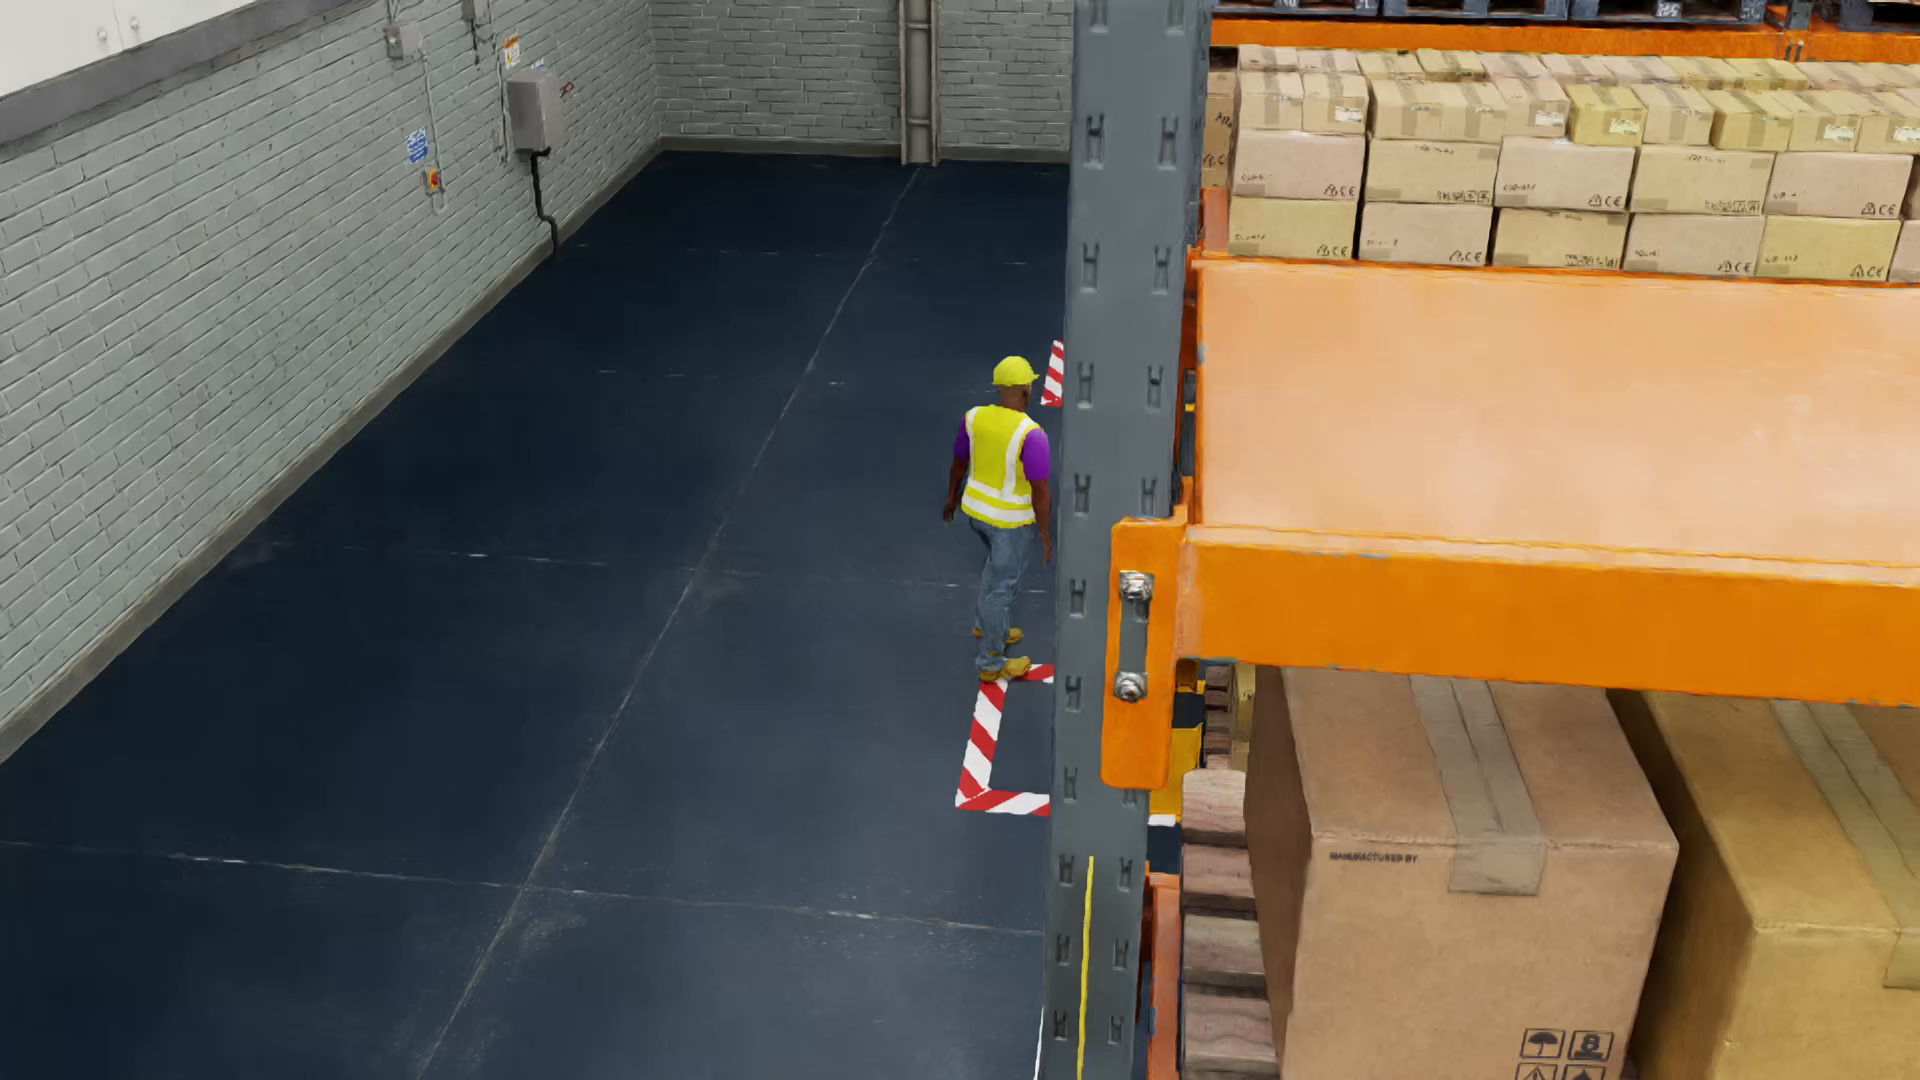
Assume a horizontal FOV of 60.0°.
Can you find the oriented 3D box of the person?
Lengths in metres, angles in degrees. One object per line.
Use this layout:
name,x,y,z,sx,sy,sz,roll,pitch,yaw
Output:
person,0.208,-0.136,8.954,0.571,1.744,0.754,-25,37,-39
